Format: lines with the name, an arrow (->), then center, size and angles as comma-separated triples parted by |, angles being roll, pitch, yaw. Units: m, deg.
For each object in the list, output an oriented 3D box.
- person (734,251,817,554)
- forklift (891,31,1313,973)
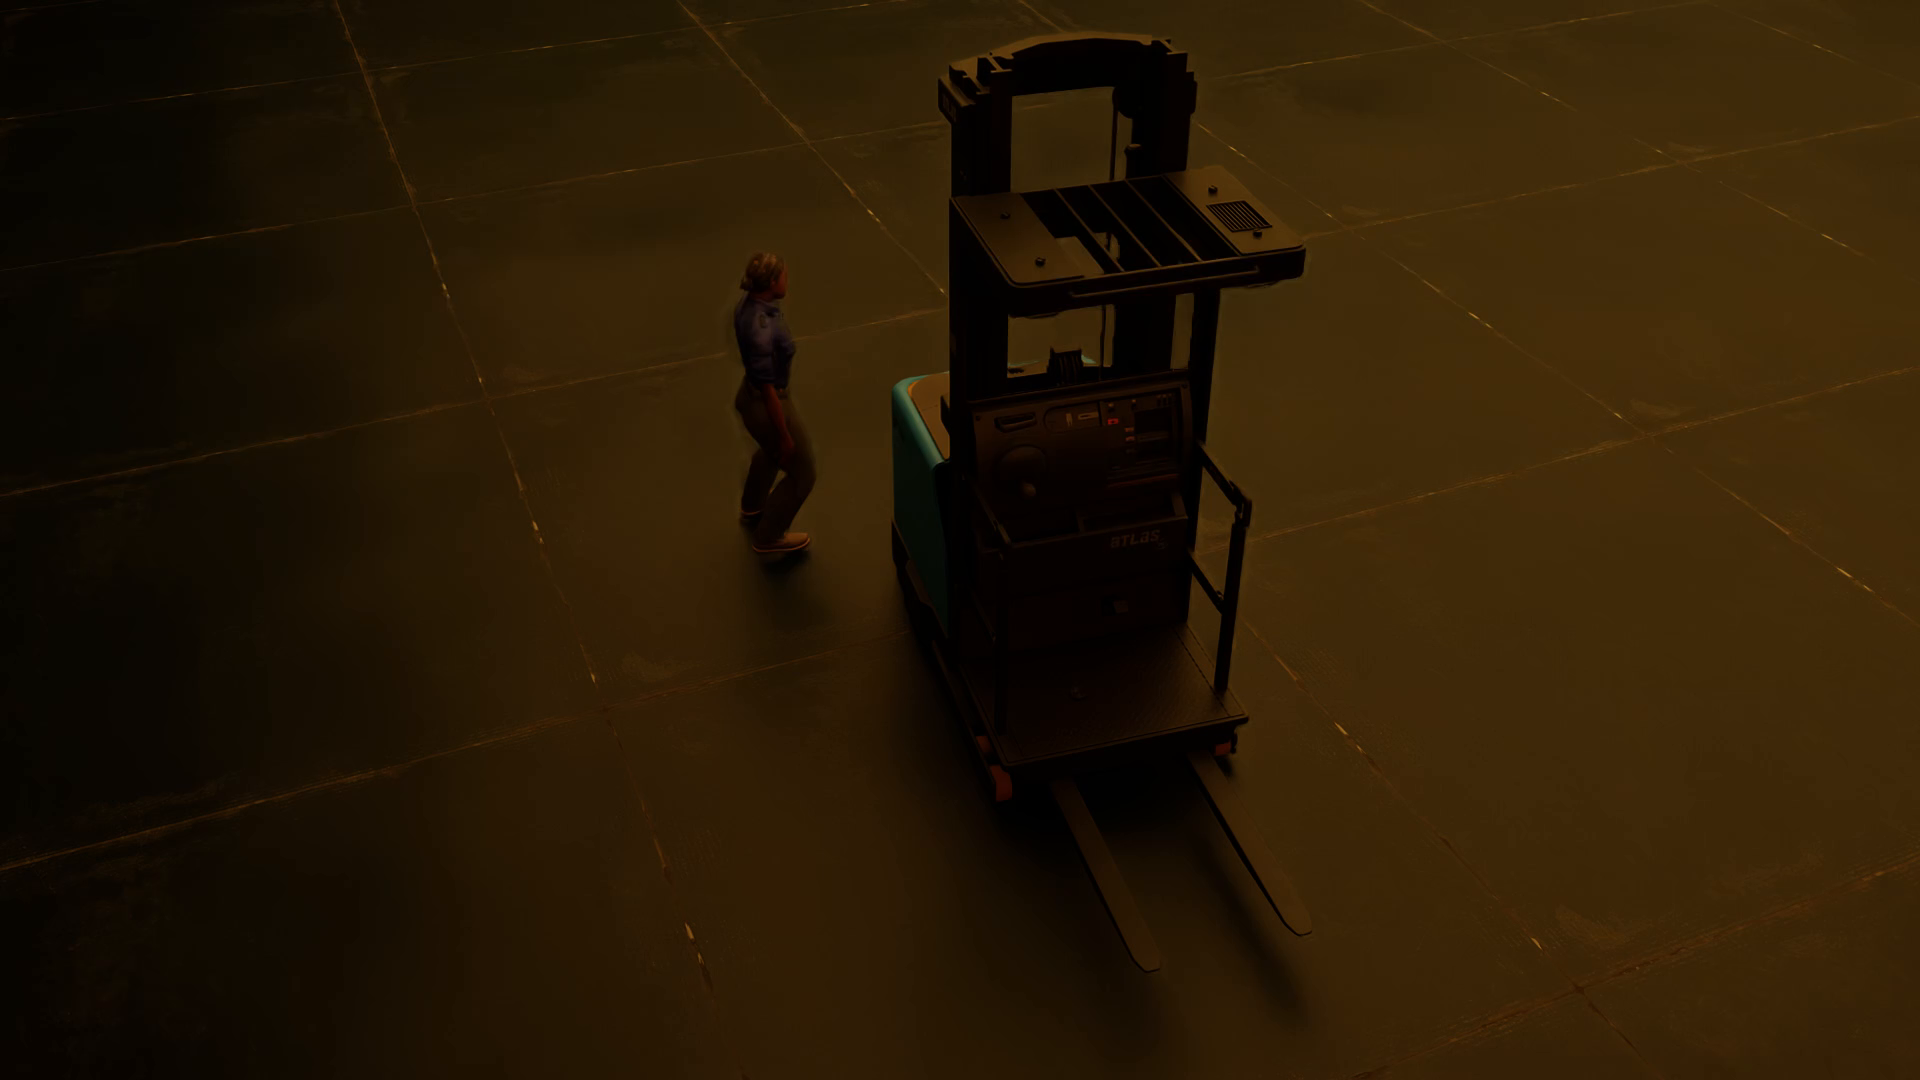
person -> -0.926, -0.687, 8.148 | 0.345, 1.602, 0.715 | -11, 37, -15
forklift -> 0.565, -0.339, 6.576 | 1.130, 2.935, 3.031 | -10, 37, -13
